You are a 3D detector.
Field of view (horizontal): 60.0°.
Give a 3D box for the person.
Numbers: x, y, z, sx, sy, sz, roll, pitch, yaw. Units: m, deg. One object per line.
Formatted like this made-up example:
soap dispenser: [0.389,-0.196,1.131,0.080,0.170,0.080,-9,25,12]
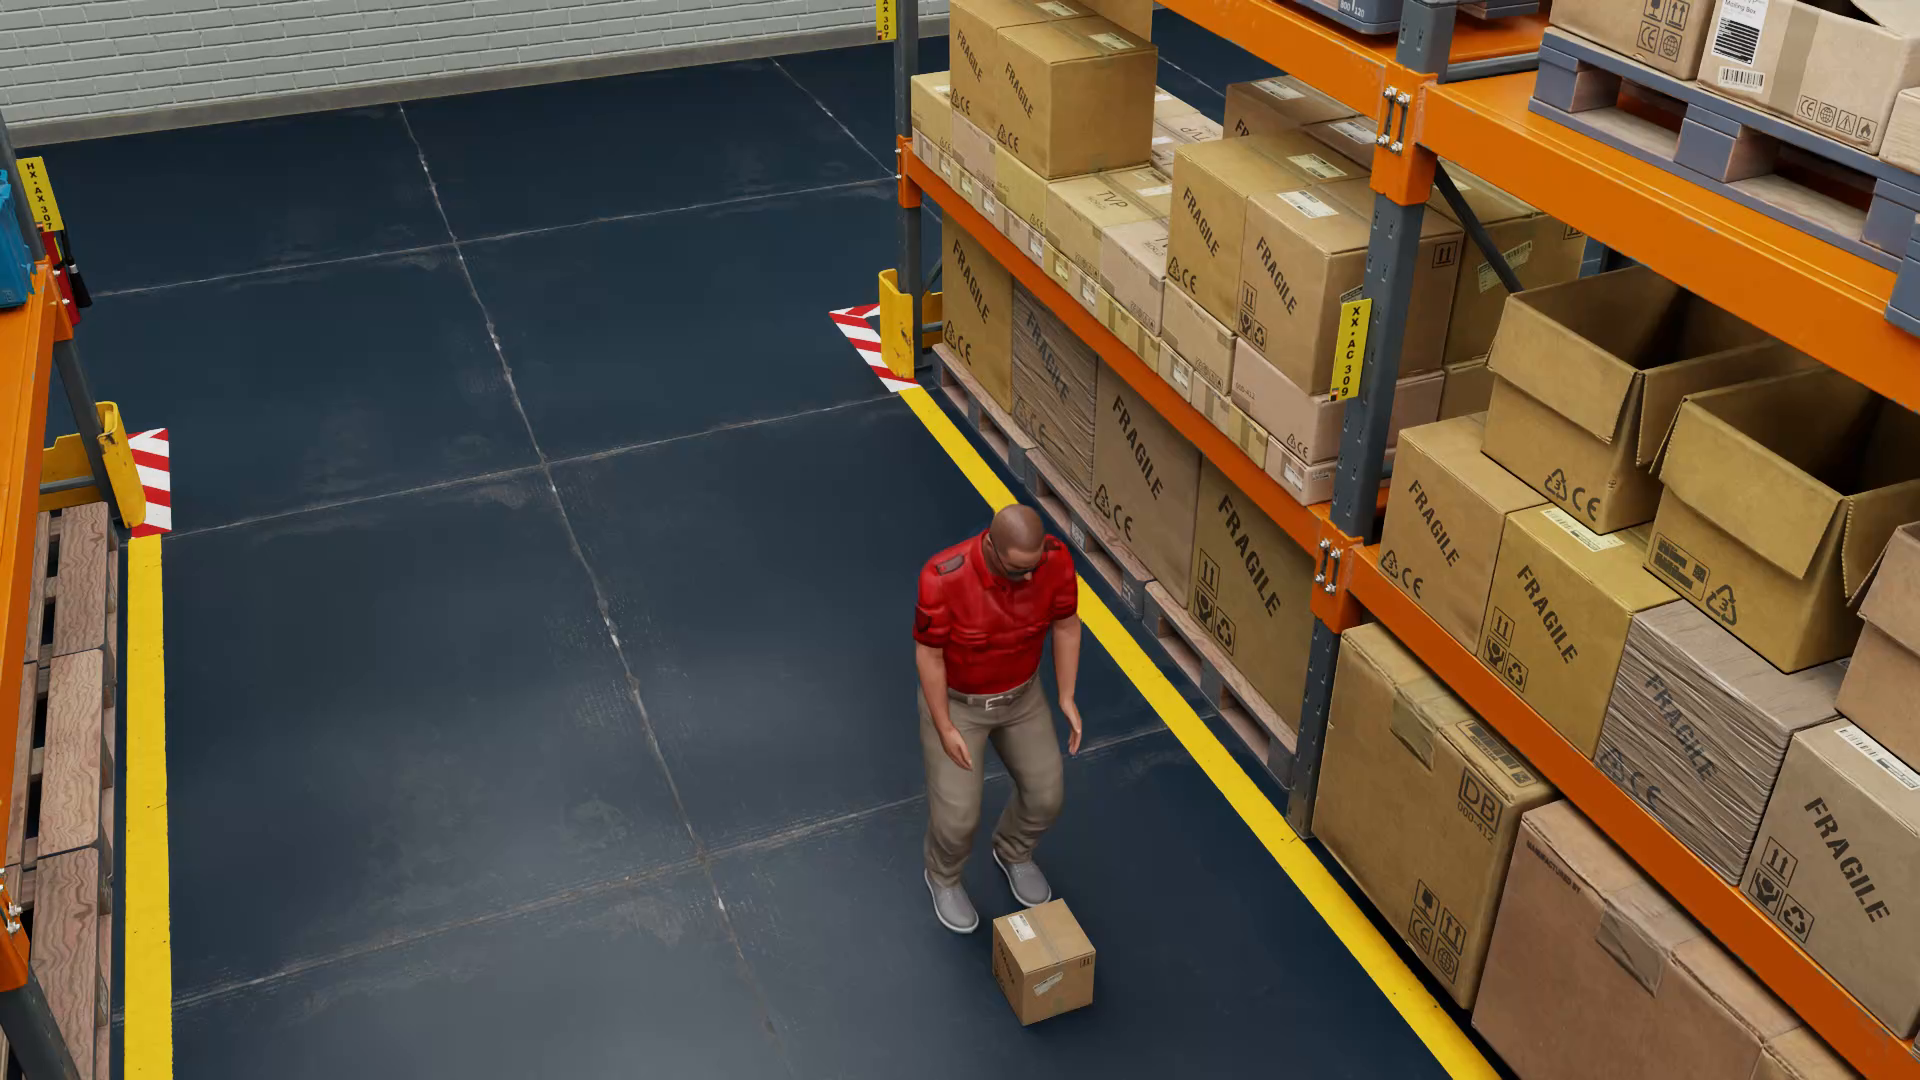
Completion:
person: [0.117,0.534,5.422,0.564,1.654,0.458,-12,35,-18]
